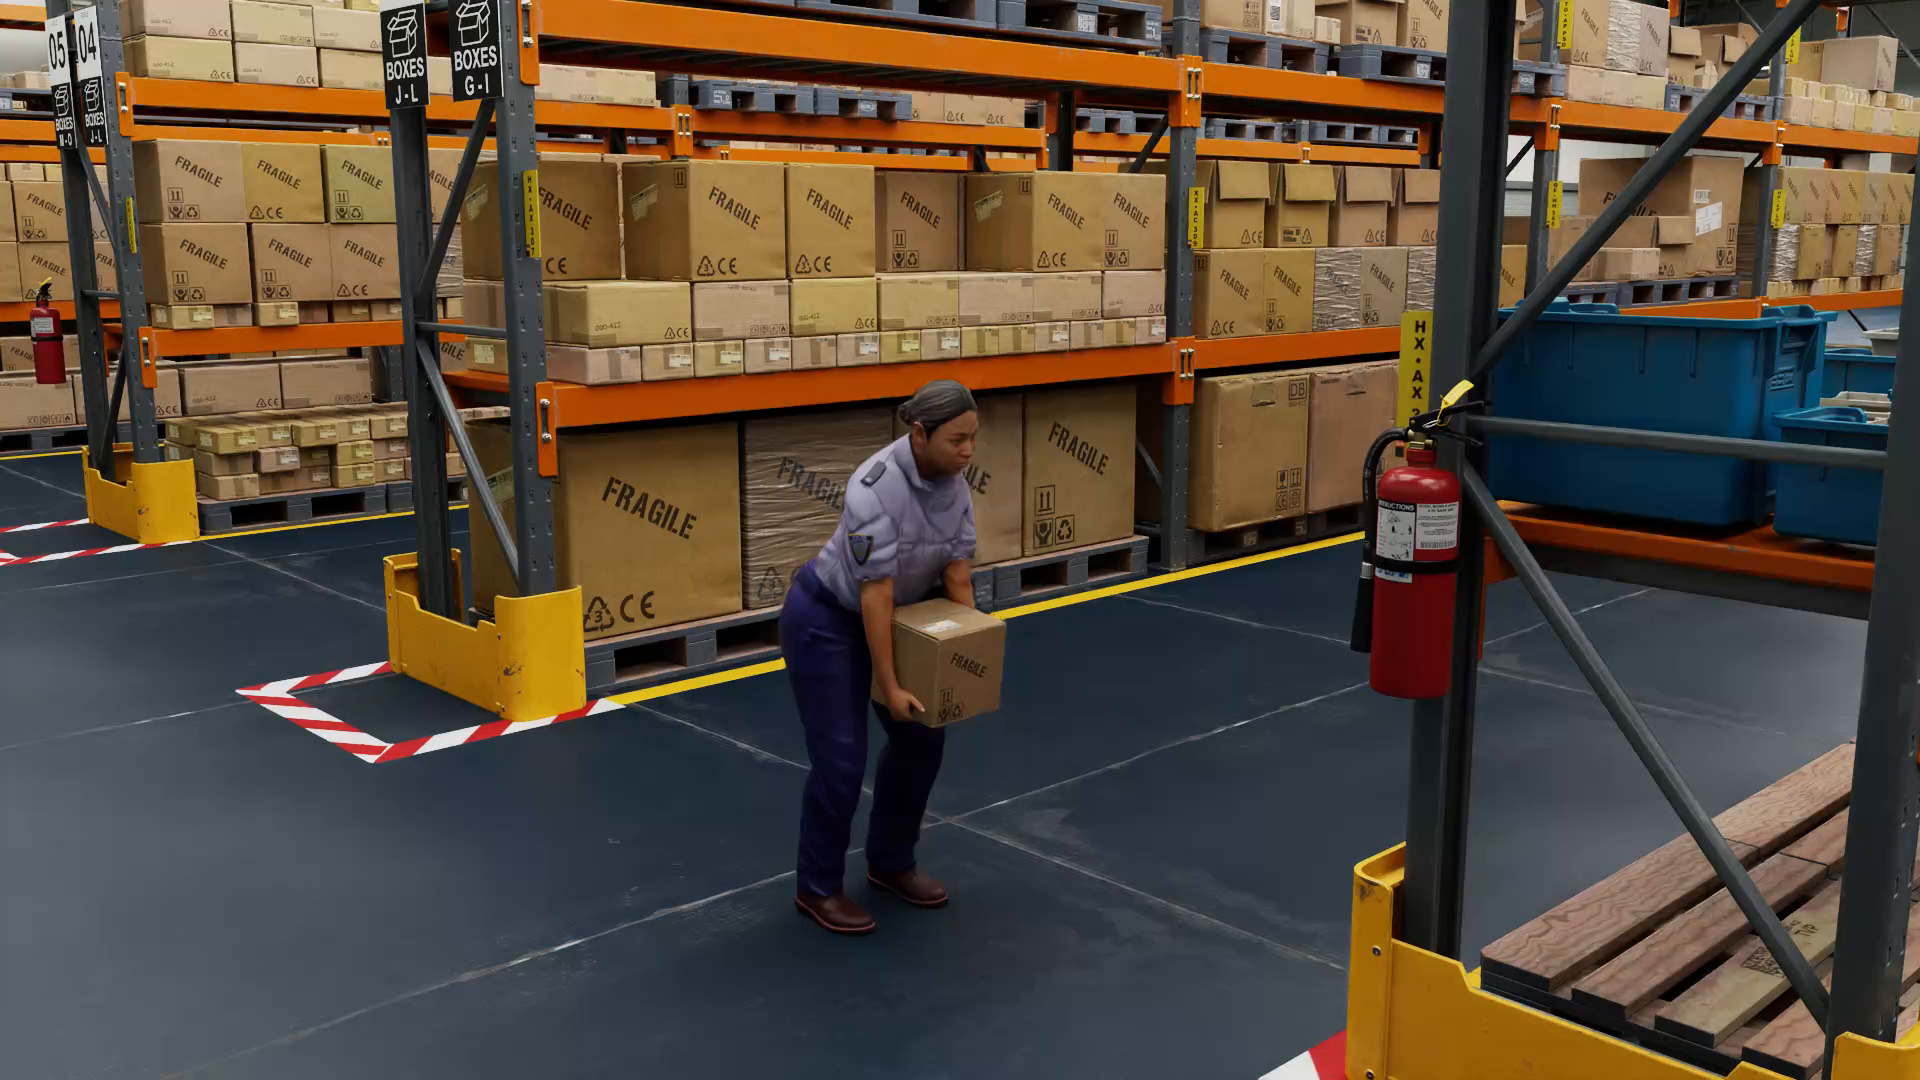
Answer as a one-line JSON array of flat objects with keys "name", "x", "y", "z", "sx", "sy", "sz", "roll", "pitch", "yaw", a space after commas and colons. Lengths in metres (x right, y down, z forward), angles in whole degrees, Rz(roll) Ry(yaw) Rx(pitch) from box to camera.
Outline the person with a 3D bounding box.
[{"name": "person", "x": -0.200, "y": 0.314, "z": 4.604, "sx": 0.438, "sy": 1.544, "sz": 0.612, "roll": -10, "pitch": 15, "yaw": -44}]
